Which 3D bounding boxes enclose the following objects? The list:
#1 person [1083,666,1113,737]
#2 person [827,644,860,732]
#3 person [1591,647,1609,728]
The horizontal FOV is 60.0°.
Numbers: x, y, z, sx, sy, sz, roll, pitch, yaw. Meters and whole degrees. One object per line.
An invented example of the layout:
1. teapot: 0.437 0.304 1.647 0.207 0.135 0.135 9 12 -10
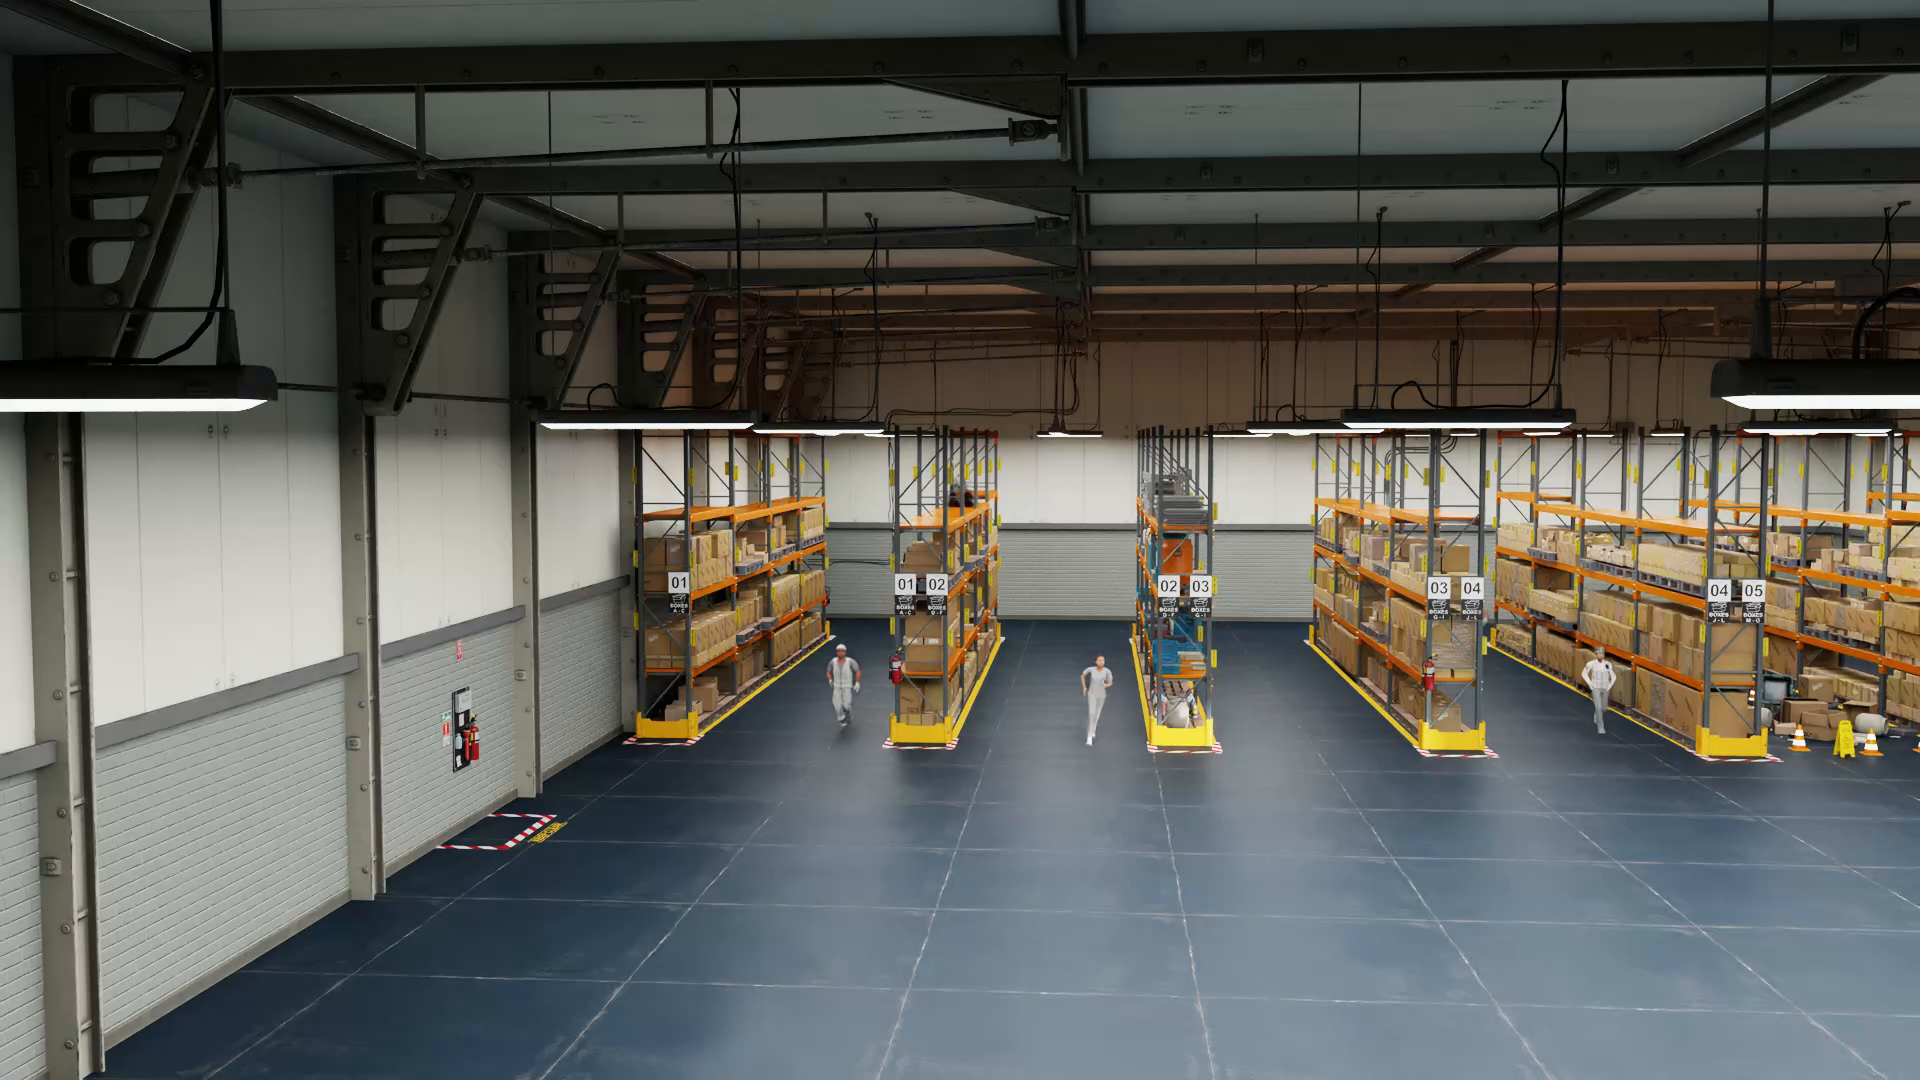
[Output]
1. person: 2.616 3.044 31.610 0.537 1.303 0.704 0 3 -8
2. person: -2.308 2.906 32.653 0.664 1.728 0.606 0 3 8
3. person: 12.572 2.886 32.741 0.363 1.584 0.616 0 3 5
